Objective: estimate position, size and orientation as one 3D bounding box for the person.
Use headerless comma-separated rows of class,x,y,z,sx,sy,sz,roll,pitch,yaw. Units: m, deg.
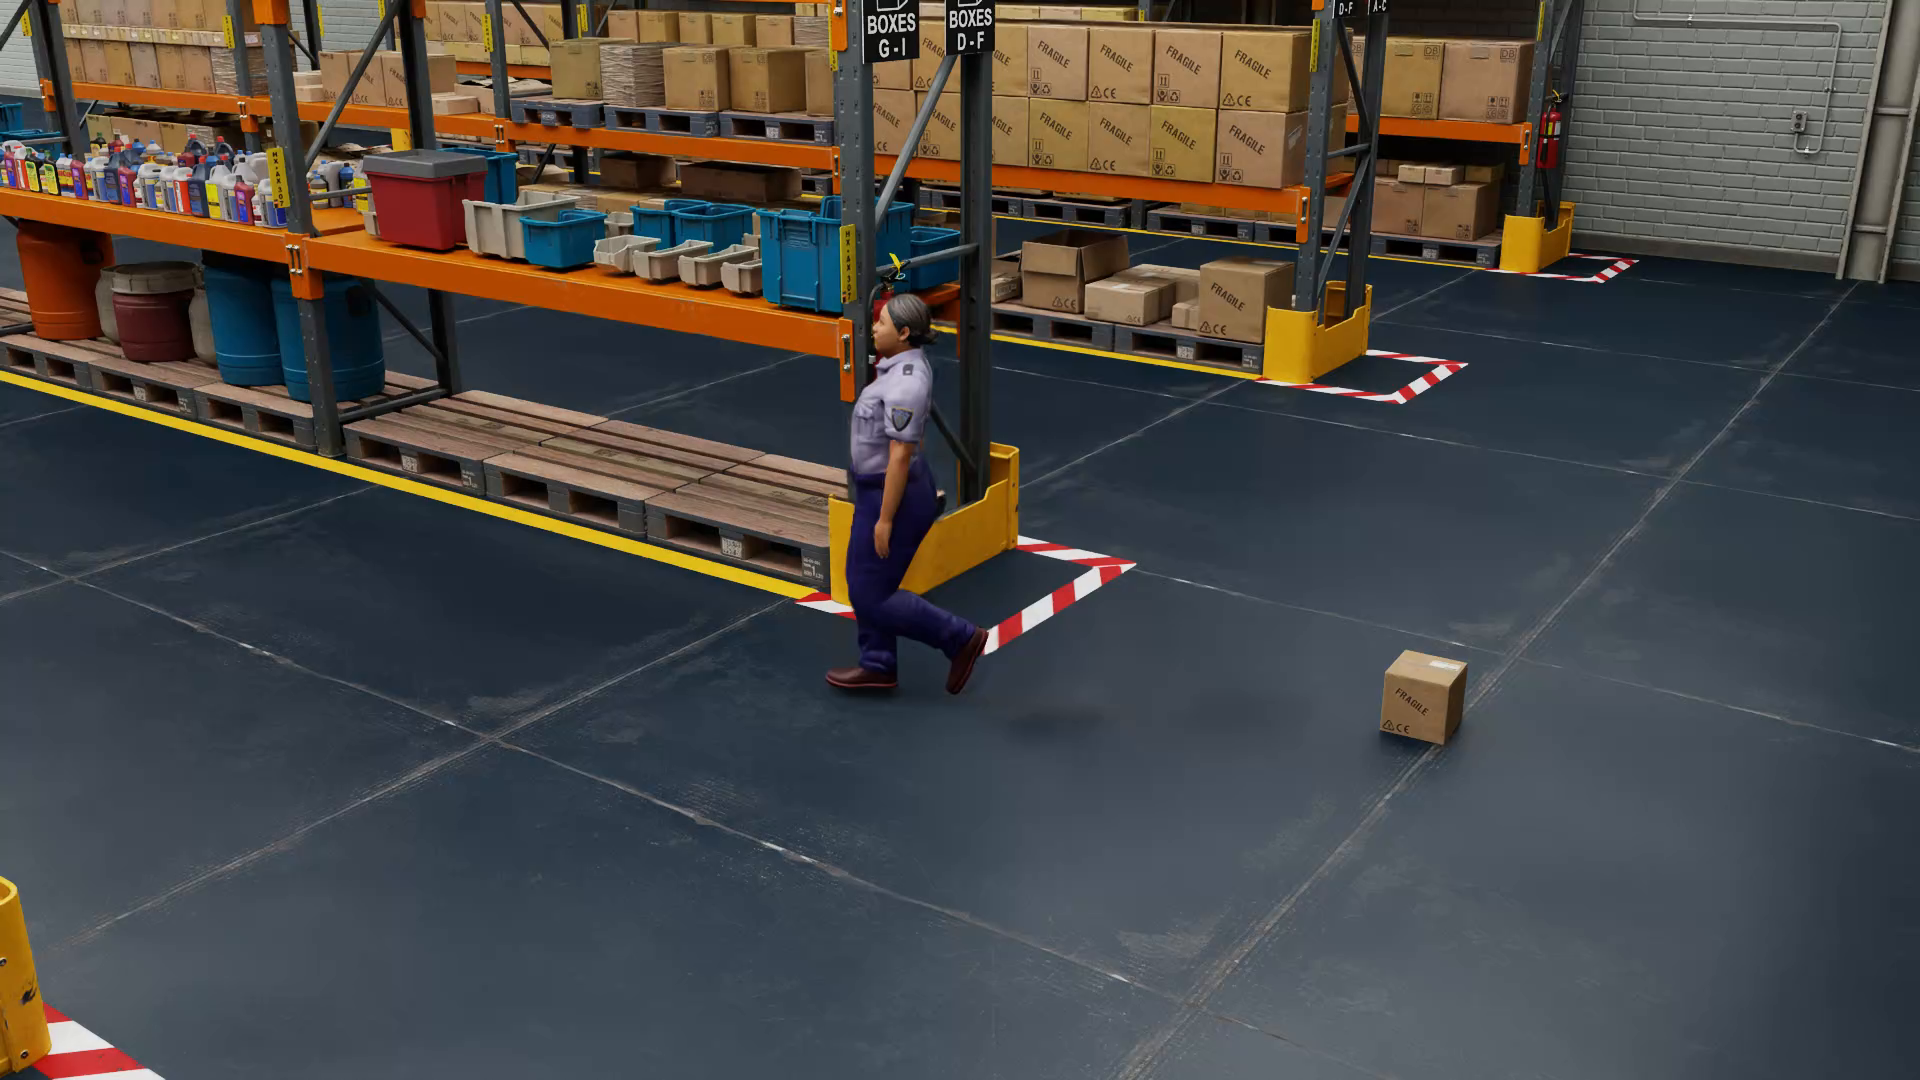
person,-0.229,-0.147,6.434,0.642,1.618,0.498,0,20,0
